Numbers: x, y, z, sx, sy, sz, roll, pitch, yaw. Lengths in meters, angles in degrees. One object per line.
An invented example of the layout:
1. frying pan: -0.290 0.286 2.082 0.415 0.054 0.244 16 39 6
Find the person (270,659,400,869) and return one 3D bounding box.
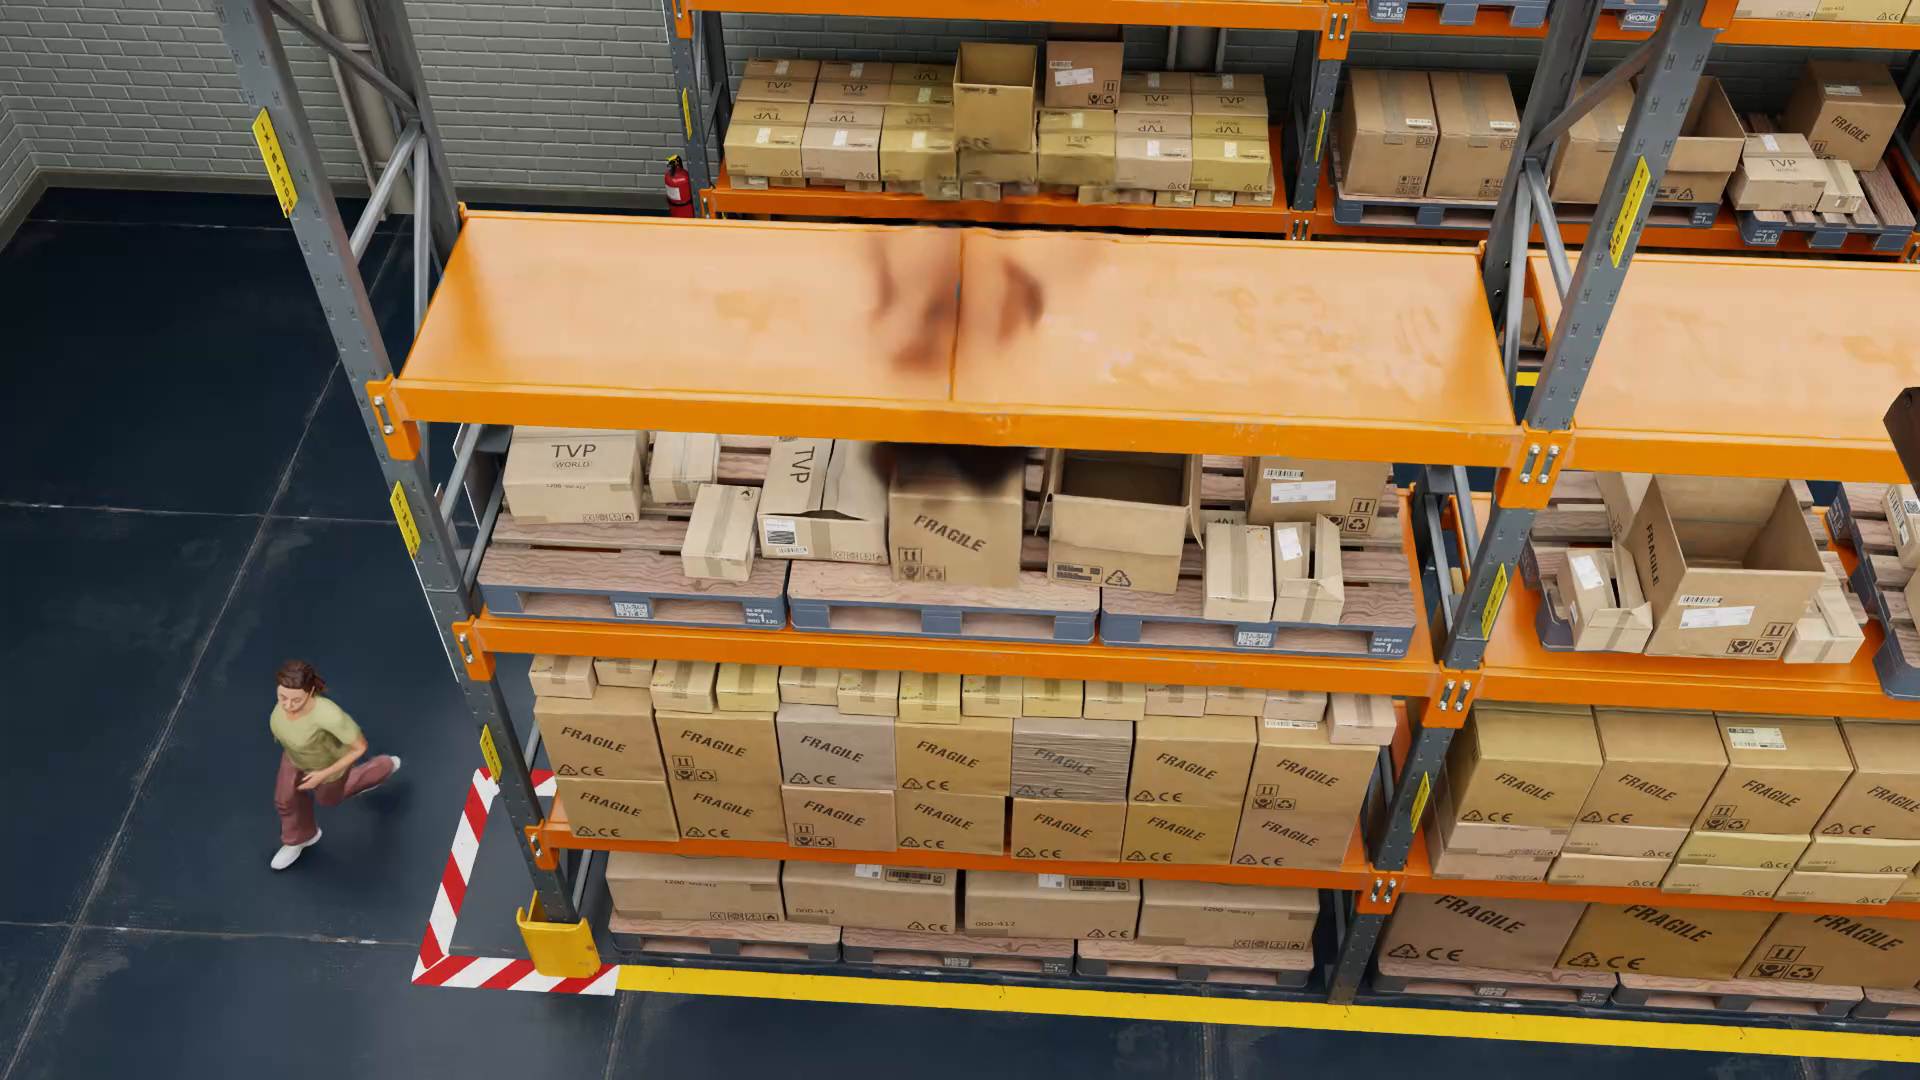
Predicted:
1. person: -3.275 1.129 8.591 0.653 1.628 0.832 28 54 23
